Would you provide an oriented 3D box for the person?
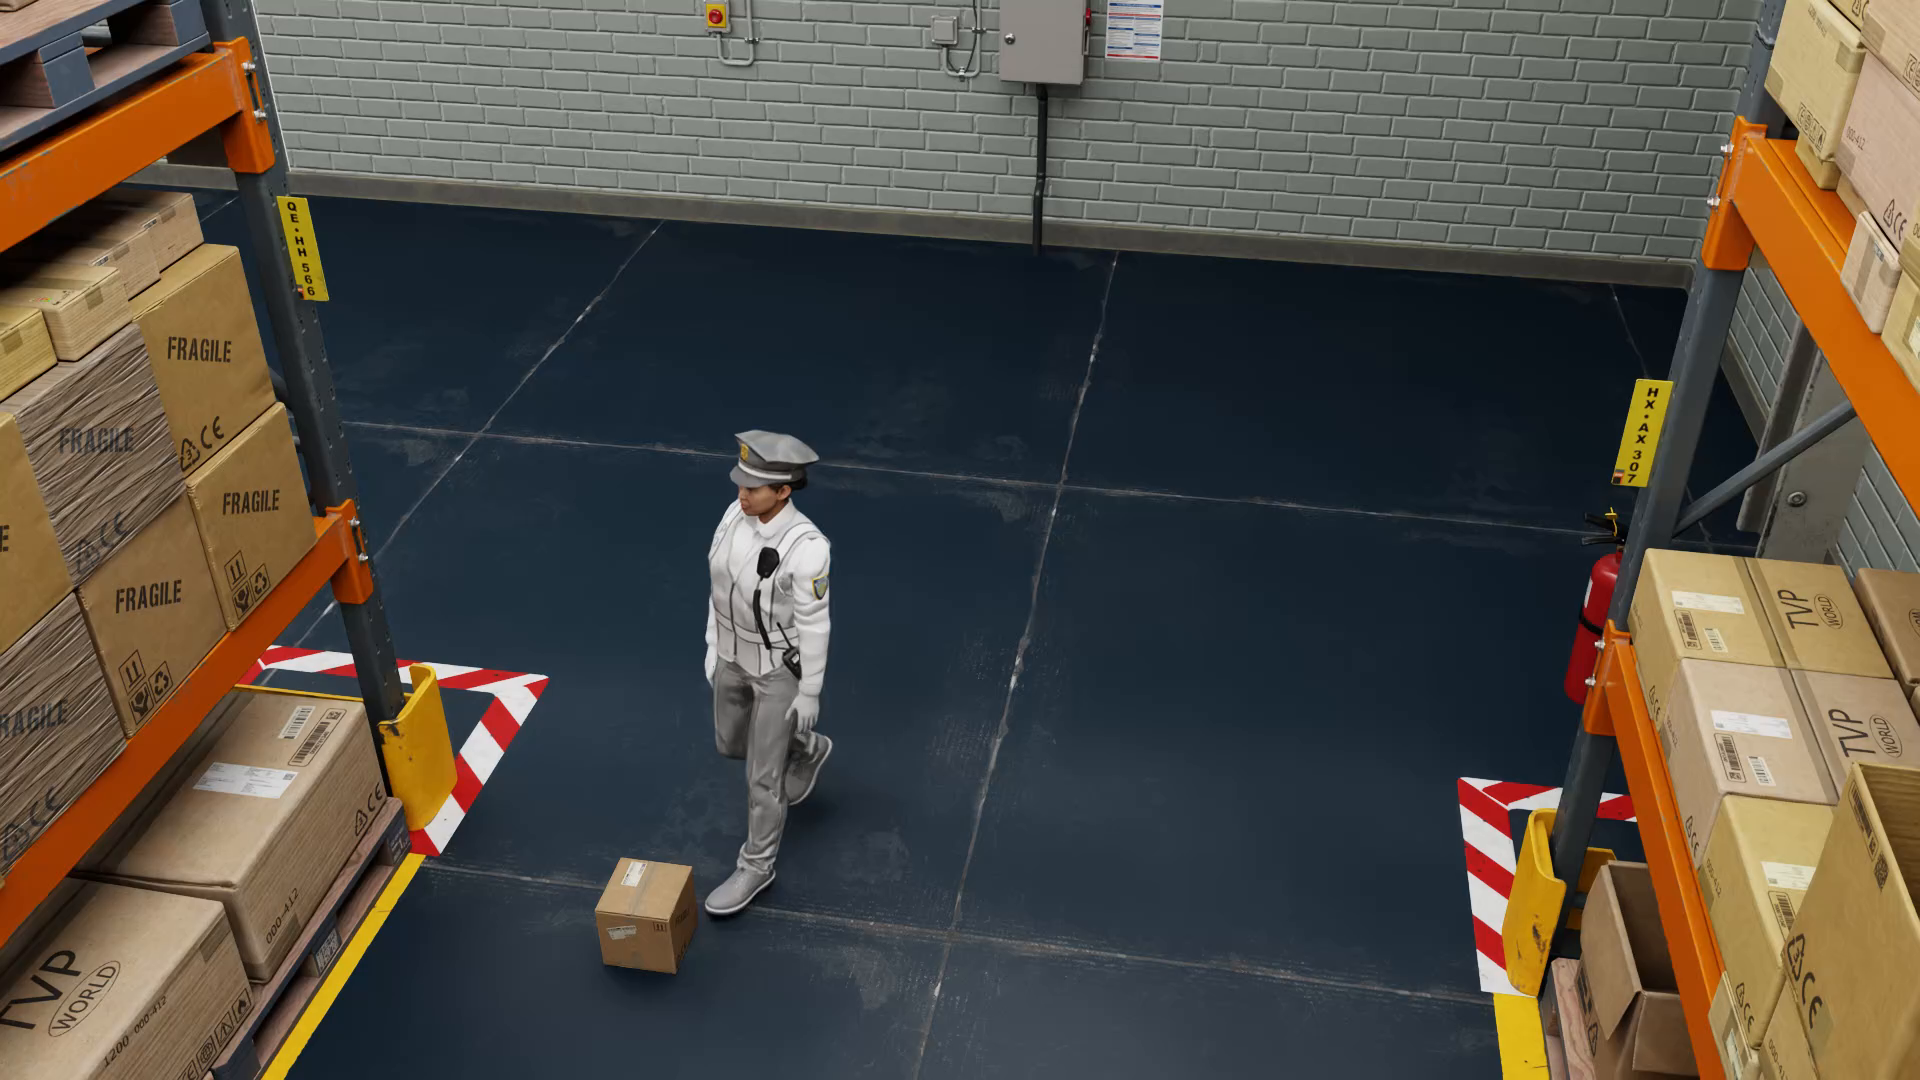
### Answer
[{"bbox_3d":[-0.656,0.403,5.480,0.502,1.661,0.745,27,41,35],"label":"person"}]
